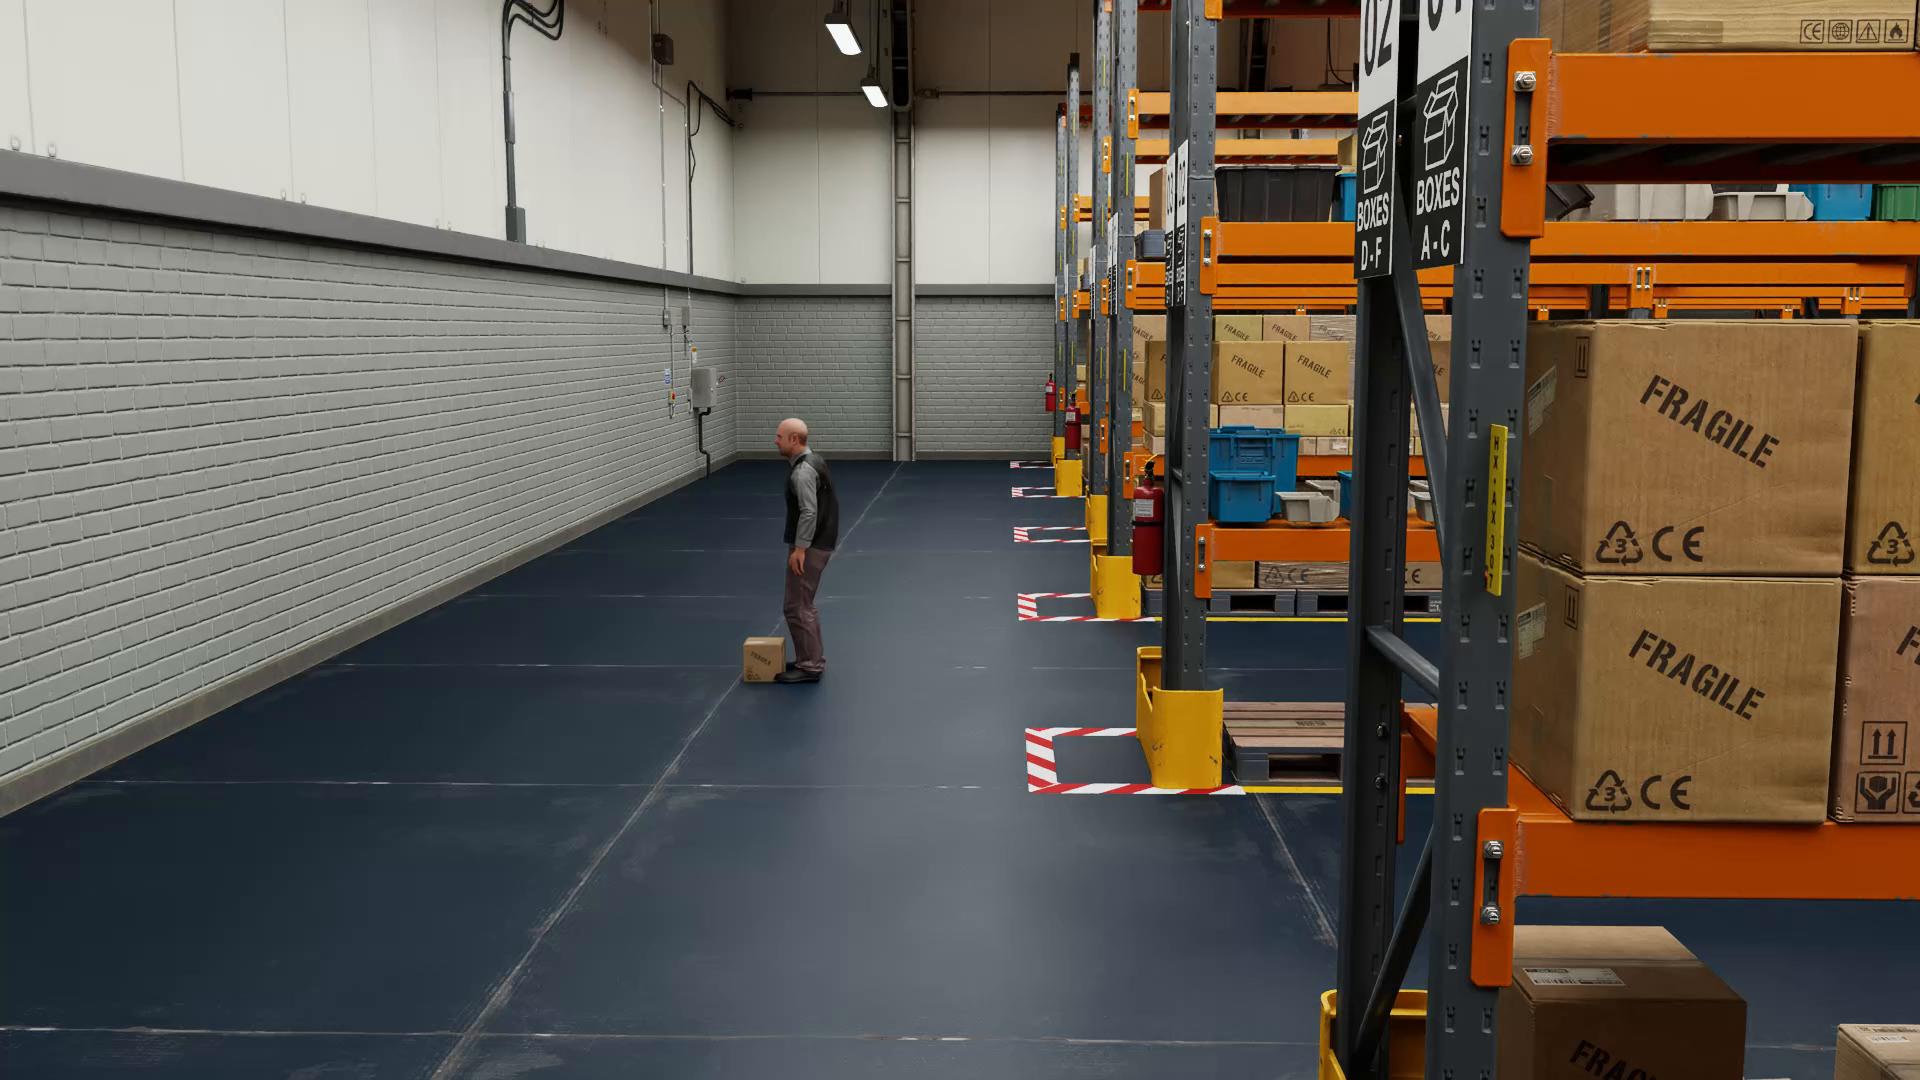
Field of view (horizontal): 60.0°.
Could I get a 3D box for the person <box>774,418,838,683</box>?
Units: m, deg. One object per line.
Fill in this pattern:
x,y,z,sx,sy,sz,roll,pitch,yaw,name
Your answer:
-1.008,0.060,10.883,0.423,1.721,0.593,0,7,-2,person
